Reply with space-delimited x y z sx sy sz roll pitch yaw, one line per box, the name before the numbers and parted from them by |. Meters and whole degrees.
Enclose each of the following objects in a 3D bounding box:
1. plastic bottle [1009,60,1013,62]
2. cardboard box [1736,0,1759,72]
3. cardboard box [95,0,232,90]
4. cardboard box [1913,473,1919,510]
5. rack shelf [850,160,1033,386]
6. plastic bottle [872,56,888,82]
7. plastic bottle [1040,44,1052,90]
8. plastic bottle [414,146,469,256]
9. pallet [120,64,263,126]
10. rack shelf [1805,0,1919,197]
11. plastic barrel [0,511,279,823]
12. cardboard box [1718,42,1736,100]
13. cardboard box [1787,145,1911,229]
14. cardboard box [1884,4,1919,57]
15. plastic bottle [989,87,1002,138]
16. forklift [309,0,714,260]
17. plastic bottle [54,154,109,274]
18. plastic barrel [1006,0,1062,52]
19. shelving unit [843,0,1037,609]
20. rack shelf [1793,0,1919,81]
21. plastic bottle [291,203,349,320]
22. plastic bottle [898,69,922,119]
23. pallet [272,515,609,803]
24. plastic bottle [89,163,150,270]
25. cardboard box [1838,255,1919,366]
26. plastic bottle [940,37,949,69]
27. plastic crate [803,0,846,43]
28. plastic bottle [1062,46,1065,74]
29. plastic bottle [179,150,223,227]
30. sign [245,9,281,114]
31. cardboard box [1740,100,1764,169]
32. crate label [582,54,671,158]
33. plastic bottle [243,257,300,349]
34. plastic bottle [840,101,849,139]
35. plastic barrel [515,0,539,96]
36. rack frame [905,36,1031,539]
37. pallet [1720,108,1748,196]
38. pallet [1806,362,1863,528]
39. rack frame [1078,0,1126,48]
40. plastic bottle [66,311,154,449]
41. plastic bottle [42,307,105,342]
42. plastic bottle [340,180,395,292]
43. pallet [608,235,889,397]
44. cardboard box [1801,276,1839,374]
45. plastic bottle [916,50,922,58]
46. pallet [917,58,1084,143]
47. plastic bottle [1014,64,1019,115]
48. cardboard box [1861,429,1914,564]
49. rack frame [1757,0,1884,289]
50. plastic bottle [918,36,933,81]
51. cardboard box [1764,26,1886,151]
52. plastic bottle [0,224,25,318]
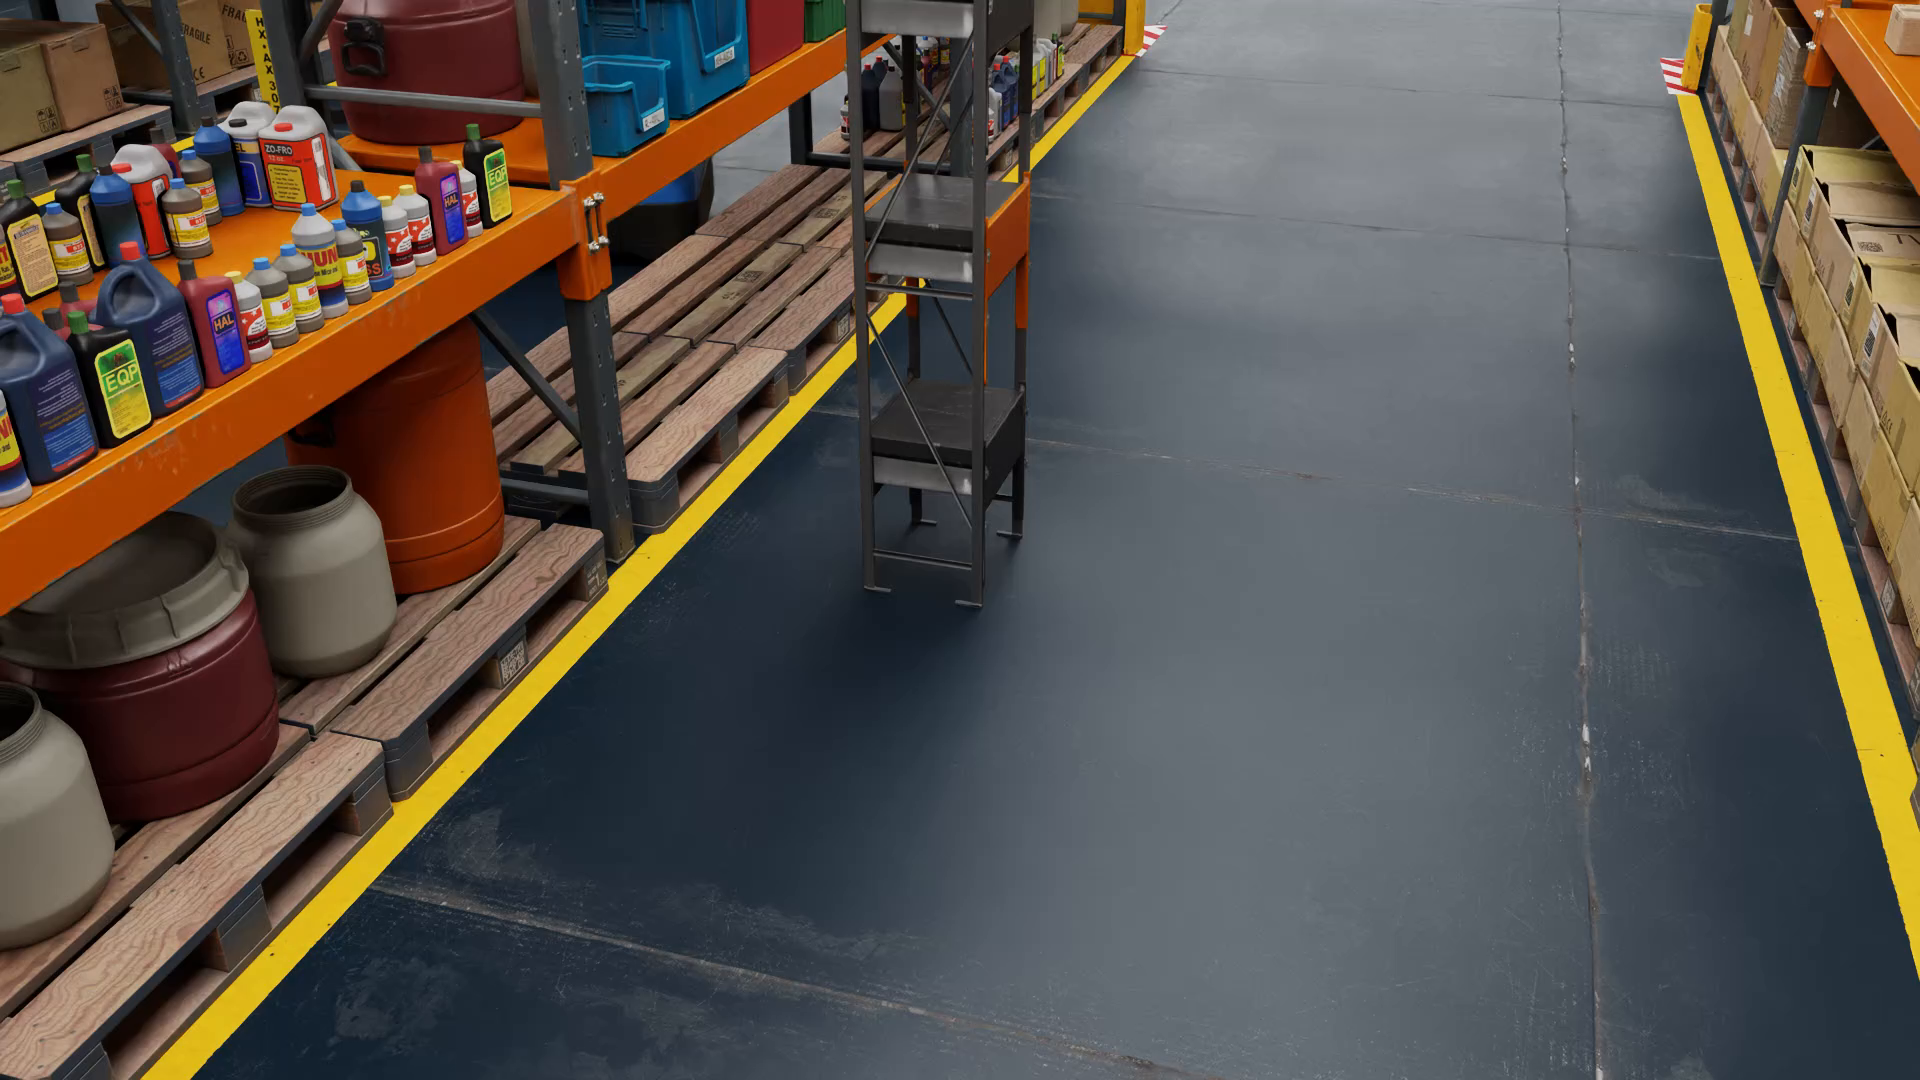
plastic bottle | 0.309 -2.834 10.185 0.097 0.201 0.097 0 29 0
cardboard box | 4.828 -2.956 9.603 0.500 0.500 0.500 8 30 15
cardboard box | -5.010 -3.158 10.481 0.500 0.500 0.500 8 30 13
cardboard box | 3.048 -0.118 4.696 0.500 0.311 0.500 9 30 16
rack shelf | -0.049 -0.829 5.108 0.431 0.518 0.480 8 30 15
plastic bottle | -0.461 -2.644 9.690 0.144 0.351 0.185 7 30 12
plastic bottle | 0.483 -2.947 10.311 0.152 0.276 0.135 8 30 13
plastic bottle | -1.383 -0.914 4.427 0.061 0.283 0.133 8 30 15
pallet | -5.002 -2.985 10.899 1.003 0.211 1.213 8 30 15
rack shelf | 3.716 -1.228 5.611 1.077 0.370 4.000 8 30 15
plastic barrel | -2.064 0.304 4.167 0.600 0.588 0.708 8 30 15
cardboard box | 4.964 -2.862 10.205 0.500 0.250 0.500 8 30 15
cardboard box | 3.944 -1.542 7.256 0.500 0.311 0.500 9 30 15
cardboard box | 3.848 -1.979 6.480 0.380 0.149 0.250 8 30 15
plastic bottle | 0.151 -2.422 9.367 0.152 0.276 0.135 10 30 17
forklift | -2.814 -2.845 7.849 3.031 2.935 1.130 -2 29 -3
plastic bottle | -2.260 -0.844 4.302 0.061 0.283 0.133 8 30 15
plastic barrel | 0.476 -3.585 11.237 0.421 0.512 0.421 0 29 0
shelving unit | -0.049 -0.841 5.101 0.431 2.100 0.503 8 30 15
rack shelf | 4.890 -3.086 8.953 1.077 0.370 4.000 8 30 15
plastic bottle | -1.549 -0.677 4.013 0.097 0.271 0.097 0 29 0
plastic bottle | -0.312 -2.602 9.691 0.152 0.276 0.135 8 30 15
pallet | -1.796 0.270 5.048 1.003 0.211 1.213 8 30 15
plastic bottle | -2.179 -0.836 4.300 0.097 0.271 0.097 0 29 0
cardboard box | 3.494 -0.827 5.971 0.500 0.311 0.500 9 30 16
plastic bottle | -0.117 -3.162 10.774 0.097 0.201 0.097 0 29 0
plastic crate | -0.672 -2.238 6.905 0.450 0.188 0.662 8 30 15
plastic bottle | 0.623 -3.092 10.649 0.097 0.201 0.097 0 29 0
plastic bottle | -2.130 -0.984 4.638 0.097 0.201 0.097 0 29 0
sign | -2.133 -1.468 5.135 0.100 0.325 0.005 8 30 15
cardboard box | 4.519 -2.165 8.953 0.500 0.250 0.500 8 30 15
crate label | -1.123 -1.390 5.336 0.303 0.233 0.416 8 30 15
plastic bottle | -1.606 -0.556 3.868 0.097 0.201 0.097 0 29 0
plastic bottle | -0.622 -2.362 9.337 0.097 0.201 0.097 0 29 0
plastic barrel | -1.507 -1.878 5.926 0.421 0.512 0.421 0 29 0
rack frame | 0.023 -0.954 5.305 0.400 2.100 0.015 8 30 15
pallet | 4.933 -2.185 9.461 1.003 0.211 1.213 8 30 15
pallet | 3.768 -0.336 6.137 1.003 0.211 1.213 8 30 15
rack frame | 0.743 -5.039 11.722 1.000 3.000 0.127 8 30 15
plastic bottle | -1.745 -0.342 3.399 0.061 0.283 0.133 8 30 15
plastic bottle | -1.803 -0.351 3.415 0.061 0.283 0.133 8 30 15
plastic bottle | -1.492 -0.767 4.176 0.097 0.271 0.097 0 29 0
pallet | -0.980 -1.022 7.370 1.003 0.211 1.213 8 30 15
cardboard box | 3.647 -0.823 6.540 0.500 0.250 0.500 8 30 13
plastic bottle | -0.315 -2.837 10.113 0.152 0.276 0.135 9 30 16
pallet | 0.163 -2.836 10.631 1.003 0.211 1.213 8 30 15
plastic bottle | 0.347 -2.660 9.787 0.061 0.283 0.133 10 31 17
cardboard box | 3.198 -0.114 5.265 0.500 0.250 0.500 8 30 14
rack frame | 4.303 -2.471 7.107 1.000 3.000 0.127 8 30 15
plastic bottle | -0.217 -3.035 10.474 0.097 0.271 0.097 0 29 0
cardboard box | 4.388 -2.258 8.349 0.500 0.500 0.500 8 30 15
plastic bottle | -2.344 -0.676 4.011 0.097 0.271 0.097 0 29 0
